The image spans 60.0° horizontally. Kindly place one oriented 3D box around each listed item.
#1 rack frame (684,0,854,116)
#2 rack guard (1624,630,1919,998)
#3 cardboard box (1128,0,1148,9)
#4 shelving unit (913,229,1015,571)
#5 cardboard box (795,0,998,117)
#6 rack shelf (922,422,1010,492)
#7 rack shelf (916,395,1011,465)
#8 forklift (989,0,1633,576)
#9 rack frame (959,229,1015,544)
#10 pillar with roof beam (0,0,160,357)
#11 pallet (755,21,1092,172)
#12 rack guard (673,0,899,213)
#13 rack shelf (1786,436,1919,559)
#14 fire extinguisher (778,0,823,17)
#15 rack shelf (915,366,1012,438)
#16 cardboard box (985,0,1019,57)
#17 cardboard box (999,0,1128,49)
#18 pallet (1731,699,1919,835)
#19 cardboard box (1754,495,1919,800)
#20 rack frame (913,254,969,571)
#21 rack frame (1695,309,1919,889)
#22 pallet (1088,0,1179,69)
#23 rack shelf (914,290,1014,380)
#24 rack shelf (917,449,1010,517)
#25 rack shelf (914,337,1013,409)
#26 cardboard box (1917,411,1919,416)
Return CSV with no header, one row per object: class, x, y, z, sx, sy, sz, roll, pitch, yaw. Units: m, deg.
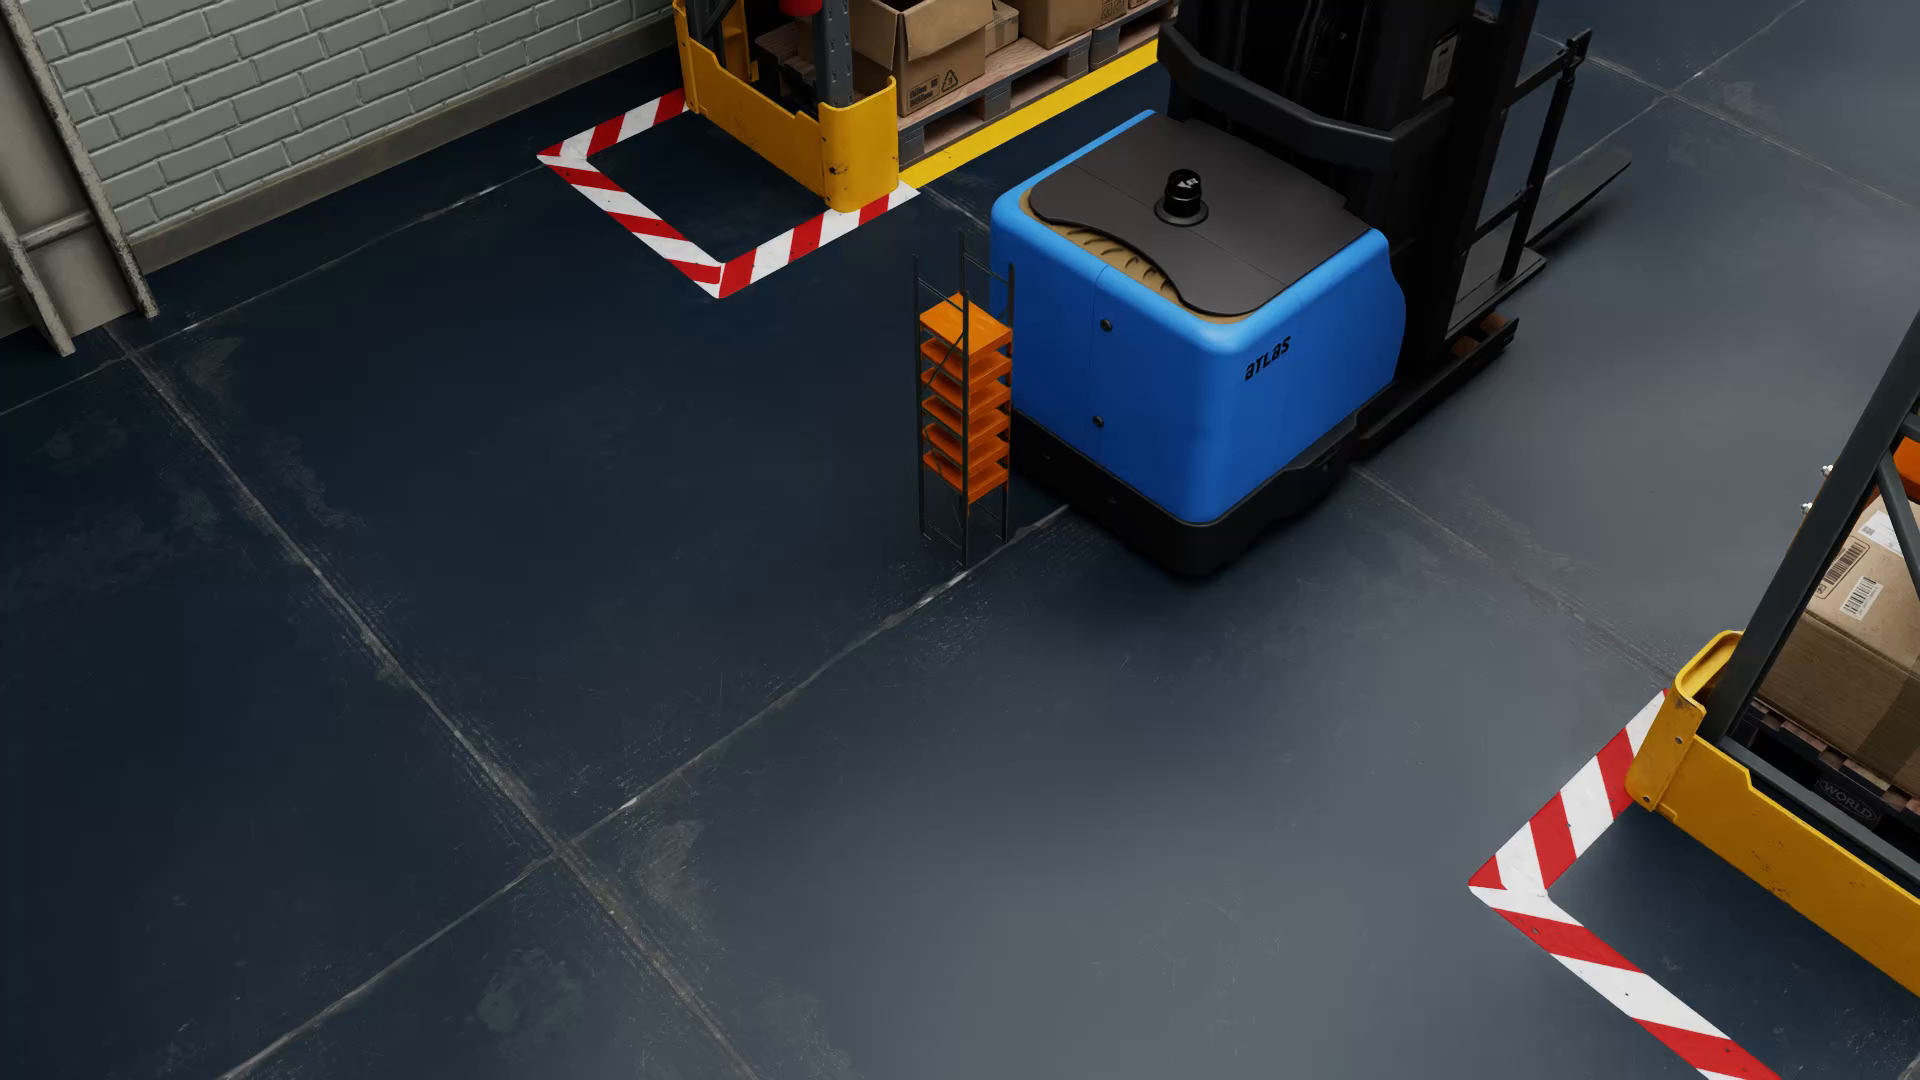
rack frame,-0.811,-2.744,6.241,0.127,3.000,1.000,-34,56,-27
rack guard,2.513,0.813,4.660,0.348,0.500,1.175,-34,56,-27
cardboard box,0.822,-2.898,7.798,0.500,0.500,0.500,-33,55,-27
shelving unit,0.011,-0.414,5.316,0.189,1.200,0.258,-34,56,-27
cardboard box,-0.295,-2.290,7.235,0.637,0.503,0.797,-36,57,-28
rack shelf,0.011,-0.303,5.436,0.180,0.103,0.258,-34,56,-27
rack shelf,0.011,-0.384,5.348,0.180,0.103,0.258,-34,56,-27
forklift,1.489,-1.846,5.459,3.031,2.935,1.130,-36,57,-28
rack frame,0.078,-0.459,5.357,0.006,1.200,0.240,-34,56,-27
pillar with roof beam,-0.516,-1.594,1.098,0.400,9.000,9.100,-34,56,-27
pallet,-0.166,-2.230,7.664,1.213,0.211,1.003,-34,56,-27
rack guard,-0.755,-1.934,7.194,0.348,0.500,1.175,-34,56,-27
rack shelf,4.011,-0.791,4.929,4.000,0.370,1.077,-34,56,-27
fire extinguisher,-0.609,-2.267,6.107,0.183,0.674,0.296,-34,56,-27
rack shelf,0.011,-0.465,5.260,0.180,0.103,0.258,-34,56,-27
cardboard box,0.046,-2.359,7.540,0.250,0.149,0.380,-36,57,-28
cardboard box,0.364,-2.691,7.607,0.500,0.500,0.700,-32,55,-26
pallet,3.070,0.461,5.181,1.213,0.211,1.003,-34,56,-27
cardboard box,2.952,0.299,4.891,0.875,0.438,0.875,-36,57,-28
rack frame,-0.057,-0.369,5.274,0.006,1.200,0.240,-34,56,-27
rack frame,2.531,-0.046,3.752,0.127,3.000,1.000,-34,56,-27
pallet,0.737,-2.830,8.218,1.213,0.211,1.003,-34,56,-27
rack shelf,0.011,-0.628,5.084,0.180,0.103,0.258,-34,56,-27
rack shelf,0.011,-0.221,5.525,0.180,0.103,0.258,-34,56,-27
rack shelf,0.011,-0.547,5.172,0.180,0.103,0.258,-34,56,-27
cardboard box,2.710,-0.463,4.068,0.500,0.500,0.500,-33,56,-27
